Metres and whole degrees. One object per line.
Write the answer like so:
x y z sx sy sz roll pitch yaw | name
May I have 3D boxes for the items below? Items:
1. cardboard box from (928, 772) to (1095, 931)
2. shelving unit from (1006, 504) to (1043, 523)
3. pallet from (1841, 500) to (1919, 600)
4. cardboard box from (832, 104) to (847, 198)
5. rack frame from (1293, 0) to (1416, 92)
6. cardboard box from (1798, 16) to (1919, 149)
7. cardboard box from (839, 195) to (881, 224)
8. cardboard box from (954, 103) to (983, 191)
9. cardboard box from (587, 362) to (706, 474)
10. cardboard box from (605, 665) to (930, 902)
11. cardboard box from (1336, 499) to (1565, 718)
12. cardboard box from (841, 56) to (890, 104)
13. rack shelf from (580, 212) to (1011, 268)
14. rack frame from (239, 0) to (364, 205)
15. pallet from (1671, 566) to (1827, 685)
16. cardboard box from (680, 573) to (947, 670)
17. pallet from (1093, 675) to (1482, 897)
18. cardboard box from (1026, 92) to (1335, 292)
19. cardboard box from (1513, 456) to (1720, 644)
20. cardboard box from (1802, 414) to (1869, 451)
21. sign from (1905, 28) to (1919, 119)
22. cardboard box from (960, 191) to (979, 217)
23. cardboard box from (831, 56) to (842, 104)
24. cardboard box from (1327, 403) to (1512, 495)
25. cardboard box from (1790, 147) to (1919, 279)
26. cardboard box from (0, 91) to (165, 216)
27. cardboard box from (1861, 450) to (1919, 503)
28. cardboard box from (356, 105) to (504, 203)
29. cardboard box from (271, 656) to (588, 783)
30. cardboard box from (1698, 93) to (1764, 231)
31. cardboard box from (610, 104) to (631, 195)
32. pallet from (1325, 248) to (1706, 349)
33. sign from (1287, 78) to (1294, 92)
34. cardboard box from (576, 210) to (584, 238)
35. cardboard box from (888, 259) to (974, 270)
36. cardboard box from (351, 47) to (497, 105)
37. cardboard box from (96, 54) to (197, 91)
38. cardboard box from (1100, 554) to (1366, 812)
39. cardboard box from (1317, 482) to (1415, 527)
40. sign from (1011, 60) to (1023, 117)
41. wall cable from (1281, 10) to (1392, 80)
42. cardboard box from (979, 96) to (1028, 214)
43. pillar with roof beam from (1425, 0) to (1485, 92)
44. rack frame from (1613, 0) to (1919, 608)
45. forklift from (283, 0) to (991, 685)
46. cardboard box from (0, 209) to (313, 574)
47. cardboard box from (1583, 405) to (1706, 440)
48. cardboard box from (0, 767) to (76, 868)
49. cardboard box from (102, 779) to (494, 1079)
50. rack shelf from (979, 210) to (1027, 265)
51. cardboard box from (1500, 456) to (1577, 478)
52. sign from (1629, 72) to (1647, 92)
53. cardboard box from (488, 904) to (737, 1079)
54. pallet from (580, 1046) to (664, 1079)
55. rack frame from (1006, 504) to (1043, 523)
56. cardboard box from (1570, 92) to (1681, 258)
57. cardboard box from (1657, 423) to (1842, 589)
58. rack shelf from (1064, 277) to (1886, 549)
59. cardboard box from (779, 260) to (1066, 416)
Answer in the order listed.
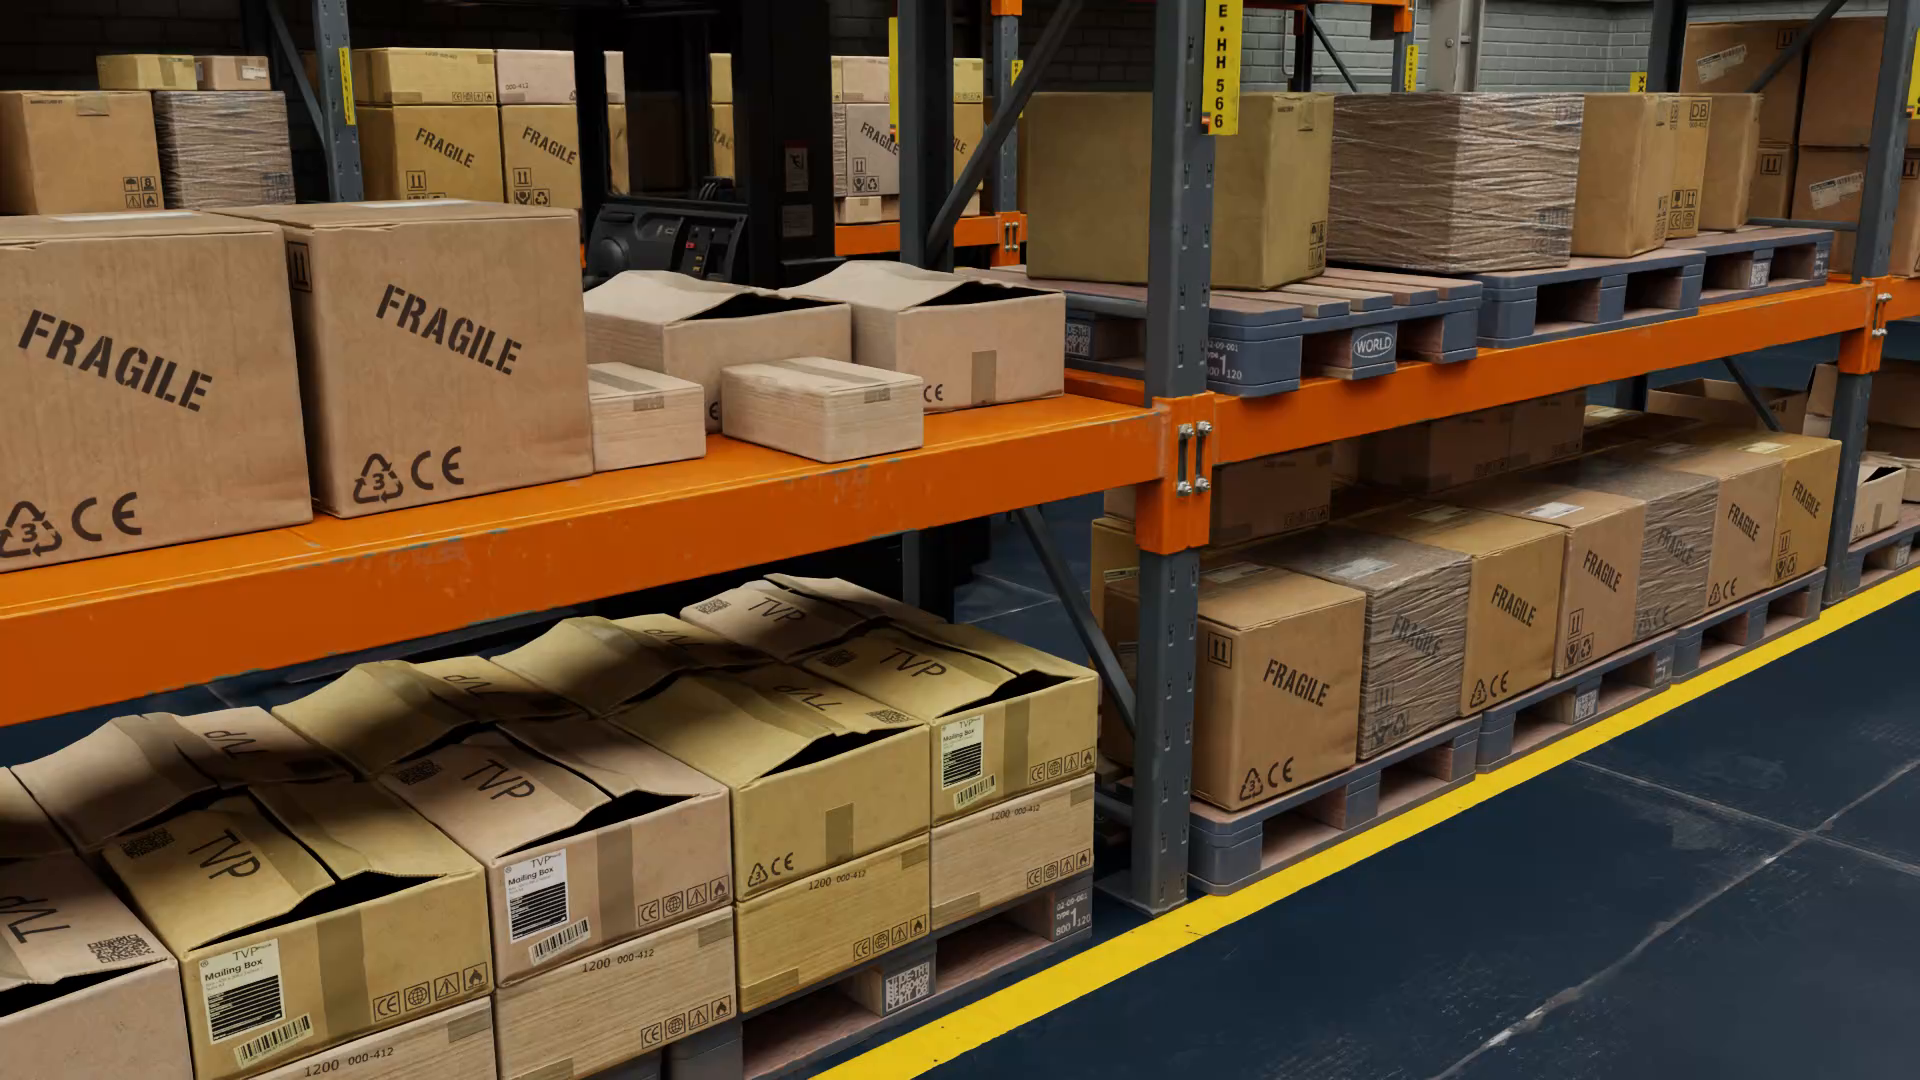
-0.029 0.659 3.986 0.500 0.250 0.500 -12 19 -38 | cardboard box
0.125 -0.608 7.700 0.503 1.200 0.258 -13 19 -39 | shelving unit
3.744 -0.050 7.529 1.213 0.211 1.003 -13 19 -39 | pallet
-0.975 -2.148 9.168 0.500 0.500 0.500 -13 19 -39 | cardboard box
2.988 -2.923 12.879 0.127 3.000 1.000 -13 19 -39 | rack frame
3.765 -1.838 6.686 0.500 0.500 0.500 -12 19 -38 | cardboard box
-0.659 -1.882 9.432 0.250 0.149 0.380 -13 19 -39 | cardboard box
-0.212 -2.319 9.812 0.500 0.500 0.500 -13 20 -40 | cardboard box
-0.717 -0.255 3.380 0.250 0.149 0.380 -11 18 -35 | cardboard box
-0.413 0.477 3.579 0.500 0.311 0.500 -13 20 -40 | cardboard box
1.512 0.196 5.194 0.500 0.500 0.500 -13 20 -40 | cardboard box
-0.606 -2.595 9.391 0.500 0.250 0.500 -12 19 -38 | cardboard box
-1.538 -1.559 9.166 4.000 0.370 1.077 -13 19 -39 | rack shelf
-3.047 -1.567 7.805 0.127 3.000 1.000 -13 19 -39 | rack frame
2.637 0.211 6.550 1.213 0.211 1.003 -13 19 -39 | pallet
-0.380 0.283 4.307 0.500 0.311 0.500 -12 19 -38 | cardboard box
0.796 0.625 5.003 1.213 0.211 1.003 -13 19 -39 | pallet
0.609 -0.983 4.611 0.700 0.500 0.500 8 17 28 | cardboard box
2.284 0.020 5.853 0.500 0.500 0.500 -12 19 -39 | cardboard box
4.035 -0.473 8.068 0.500 0.311 0.500 -13 19 -39 | cardboard box
3.592 -1.733 6.182 0.005 0.325 0.100 -13 19 -39 | sign
-0.098 -2.021 9.951 0.250 0.149 0.380 -12 19 -39 | cardboard box
-0.991 -2.509 9.068 0.500 0.250 0.500 -12 19 -38 | cardboard box
1.568 -0.359 5.821 0.500 0.250 0.500 -13 20 -40 | cardboard box
3.789 -1.363 6.846 0.500 0.500 0.500 -12 19 -38 | cardboard box
-3.799 -1.647 7.056 0.700 0.500 0.500 14 20 42 | cardboard box
4.330 -0.302 7.707 0.250 0.166 0.380 -13 19 -39 | cardboard box
-2.512 -1.801 7.873 0.500 0.500 0.500 -12 19 -38 | cardboard box
-1.157 0.459 3.646 0.500 0.311 0.500 -13 20 -41 | cardboard box
2.721 -1.496 6.529 0.700 0.500 0.500 8 17 28 | cardboard box
-1.736 -1.972 8.512 0.500 0.500 0.500 -13 20 -40 | cardboard box
1.672 -0.841 5.459 1.213 0.211 1.003 -13 19 -39 | pallet
2.628 -3.488 13.165 0.005 0.325 0.100 -13 19 -39 | sign
-2.086 -1.602 8.385 0.250 0.149 0.380 -13 20 -40 | cardboard box
-0.434 -1.274 10.058 0.750 0.750 0.750 -12 19 -39 | cardboard box
-2.513 -2.163 7.773 0.500 0.250 0.500 -12 19 -38 | cardboard box
-3.520 -2.020 7.196 0.380 0.149 0.250 12 19 38 | cardboard box
0.739 0.370 4.543 0.500 0.500 0.500 -12 19 -37 | cardboard box
1.150 0.100 5.555 0.500 0.500 0.500 -14 20 -41 | cardboard box
0.334 -2.662 9.813 0.005 0.325 0.100 -13 19 -39 | sign
3.333 -3.814 14.249 1.851 1.984 0.084 -13 19 -39 | wall cable
0.391 -2.479 10.635 0.700 0.700 0.980 -12 19 -39 | cardboard box
7.283 -5.609 11.310 0.400 9.000 9.100 -13 19 -39 | pillar with roof beam
3.225 -1.281 6.734 0.127 3.000 1.000 -13 19 -39 | rack frame
-1.264 -1.089 6.146 1.130 2.935 3.031 14 21 43 | forklift
-1.444 -0.275 2.774 0.500 0.500 0.500 -13 19 -39 | cardboard box
2.700 -0.252 6.870 0.500 0.500 0.500 -14 20 -42 | cardboard box
-1.926 0.631 3.004 0.500 0.311 0.500 -13 20 -40 | cardboard box
-1.176 0.646 2.945 0.500 0.311 0.500 -12 19 -38 | cardboard box
1.479 -2.236 11.703 4.000 0.370 1.077 -13 19 -39 | rack shelf
1.923 -0.076 6.213 0.500 0.500 0.500 -12 19 -39 | cardboard box
2.863 -1.804 7.013 0.005 0.325 0.100 -13 19 -39 | sign
-0.797 0.831 3.340 0.500 0.250 0.500 -12 19 -38 | cardboard box
-1.359 1.081 3.294 1.213 0.211 1.003 -13 19 -39 | pallet
0.309 -0.649 7.855 0.015 1.200 0.240 -13 19 -39 | rack frame
1.933 -1.221 5.501 0.700 0.500 0.500 10 18 33 | cardboard box
3.041 -0.147 6.478 0.500 0.500 0.500 -13 20 -40 | cardboard box
1.717 -0.595 5.558 4.000 0.370 1.077 -13 19 -39 | rack shelf
-0.095 -0.507 4.010 0.500 0.311 0.500 -11 19 -36 | cardboard box
